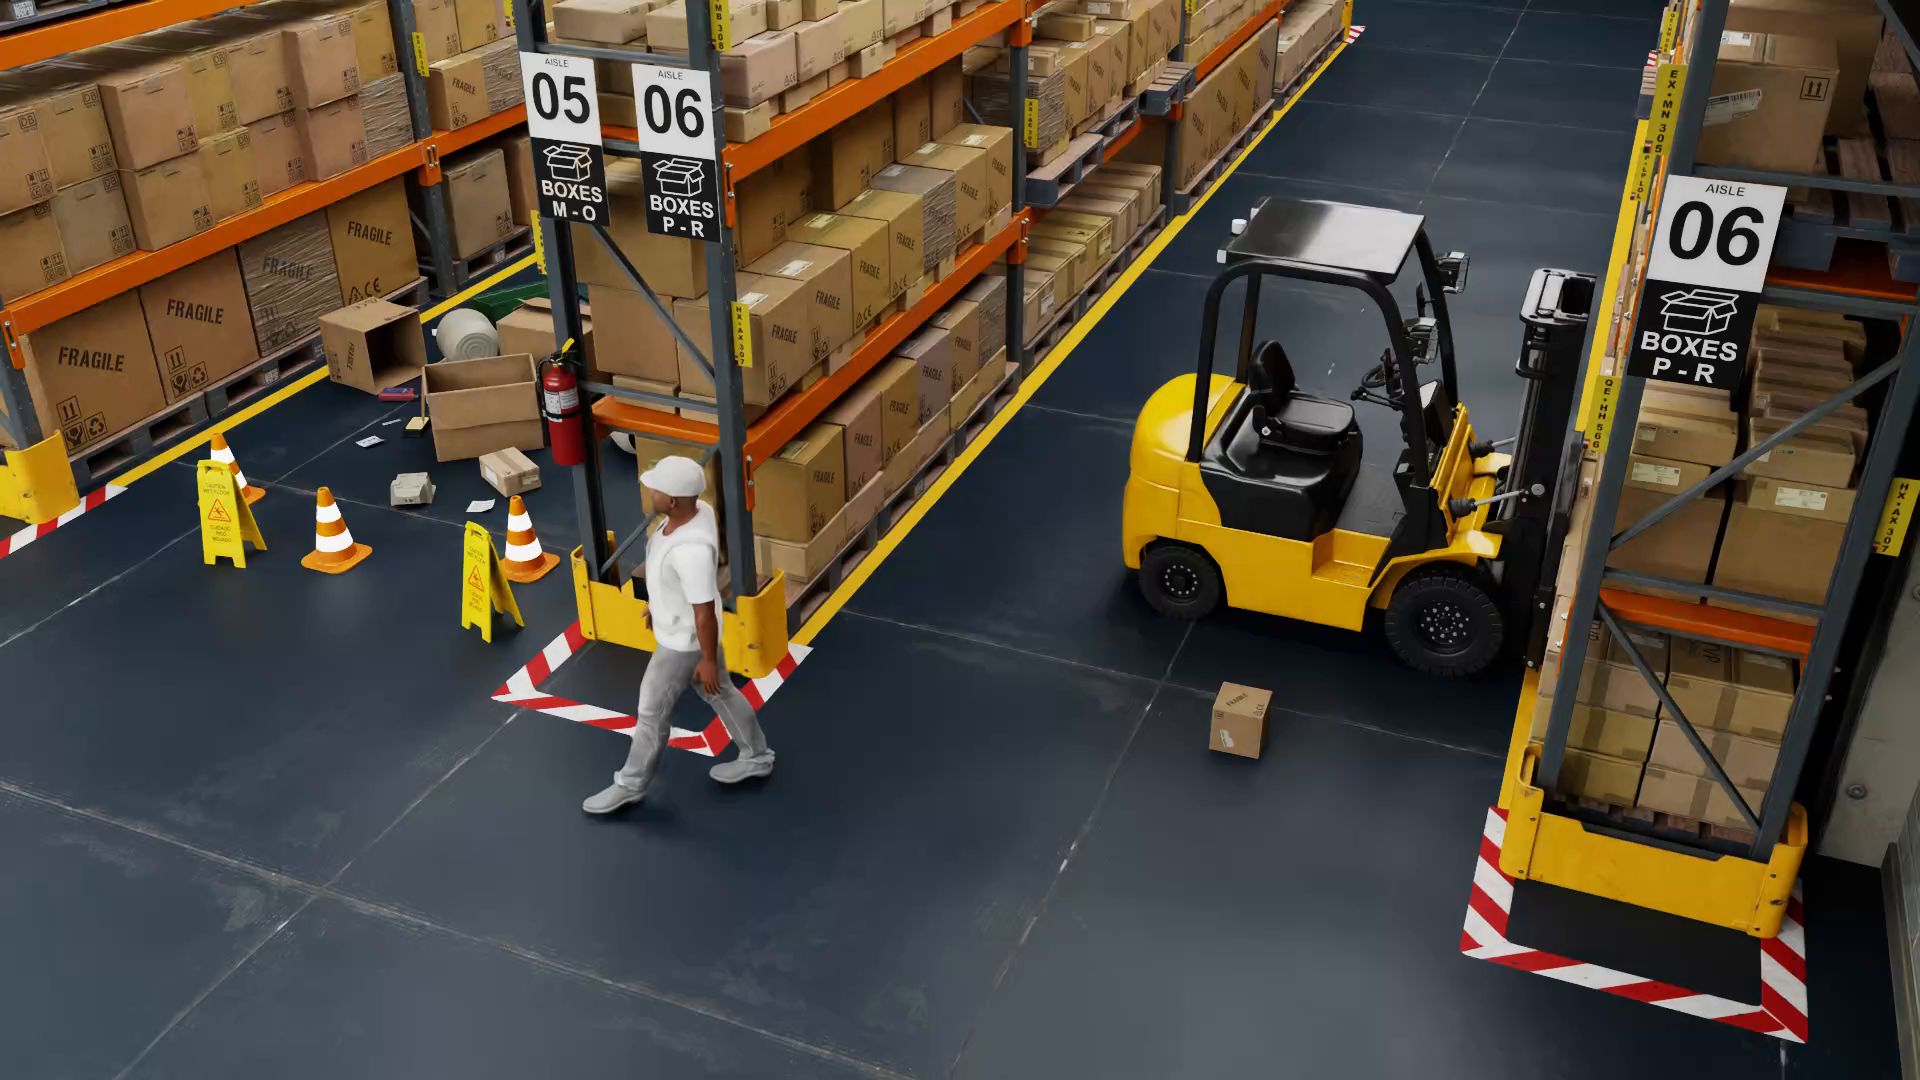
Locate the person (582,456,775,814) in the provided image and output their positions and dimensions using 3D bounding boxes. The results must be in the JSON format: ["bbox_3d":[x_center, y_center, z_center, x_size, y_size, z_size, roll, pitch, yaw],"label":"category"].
[{"bbox_3d":[-1.343,0.403,7.625,0.909,1.728,0.615,-2,30,-4],"label":"person"}]
